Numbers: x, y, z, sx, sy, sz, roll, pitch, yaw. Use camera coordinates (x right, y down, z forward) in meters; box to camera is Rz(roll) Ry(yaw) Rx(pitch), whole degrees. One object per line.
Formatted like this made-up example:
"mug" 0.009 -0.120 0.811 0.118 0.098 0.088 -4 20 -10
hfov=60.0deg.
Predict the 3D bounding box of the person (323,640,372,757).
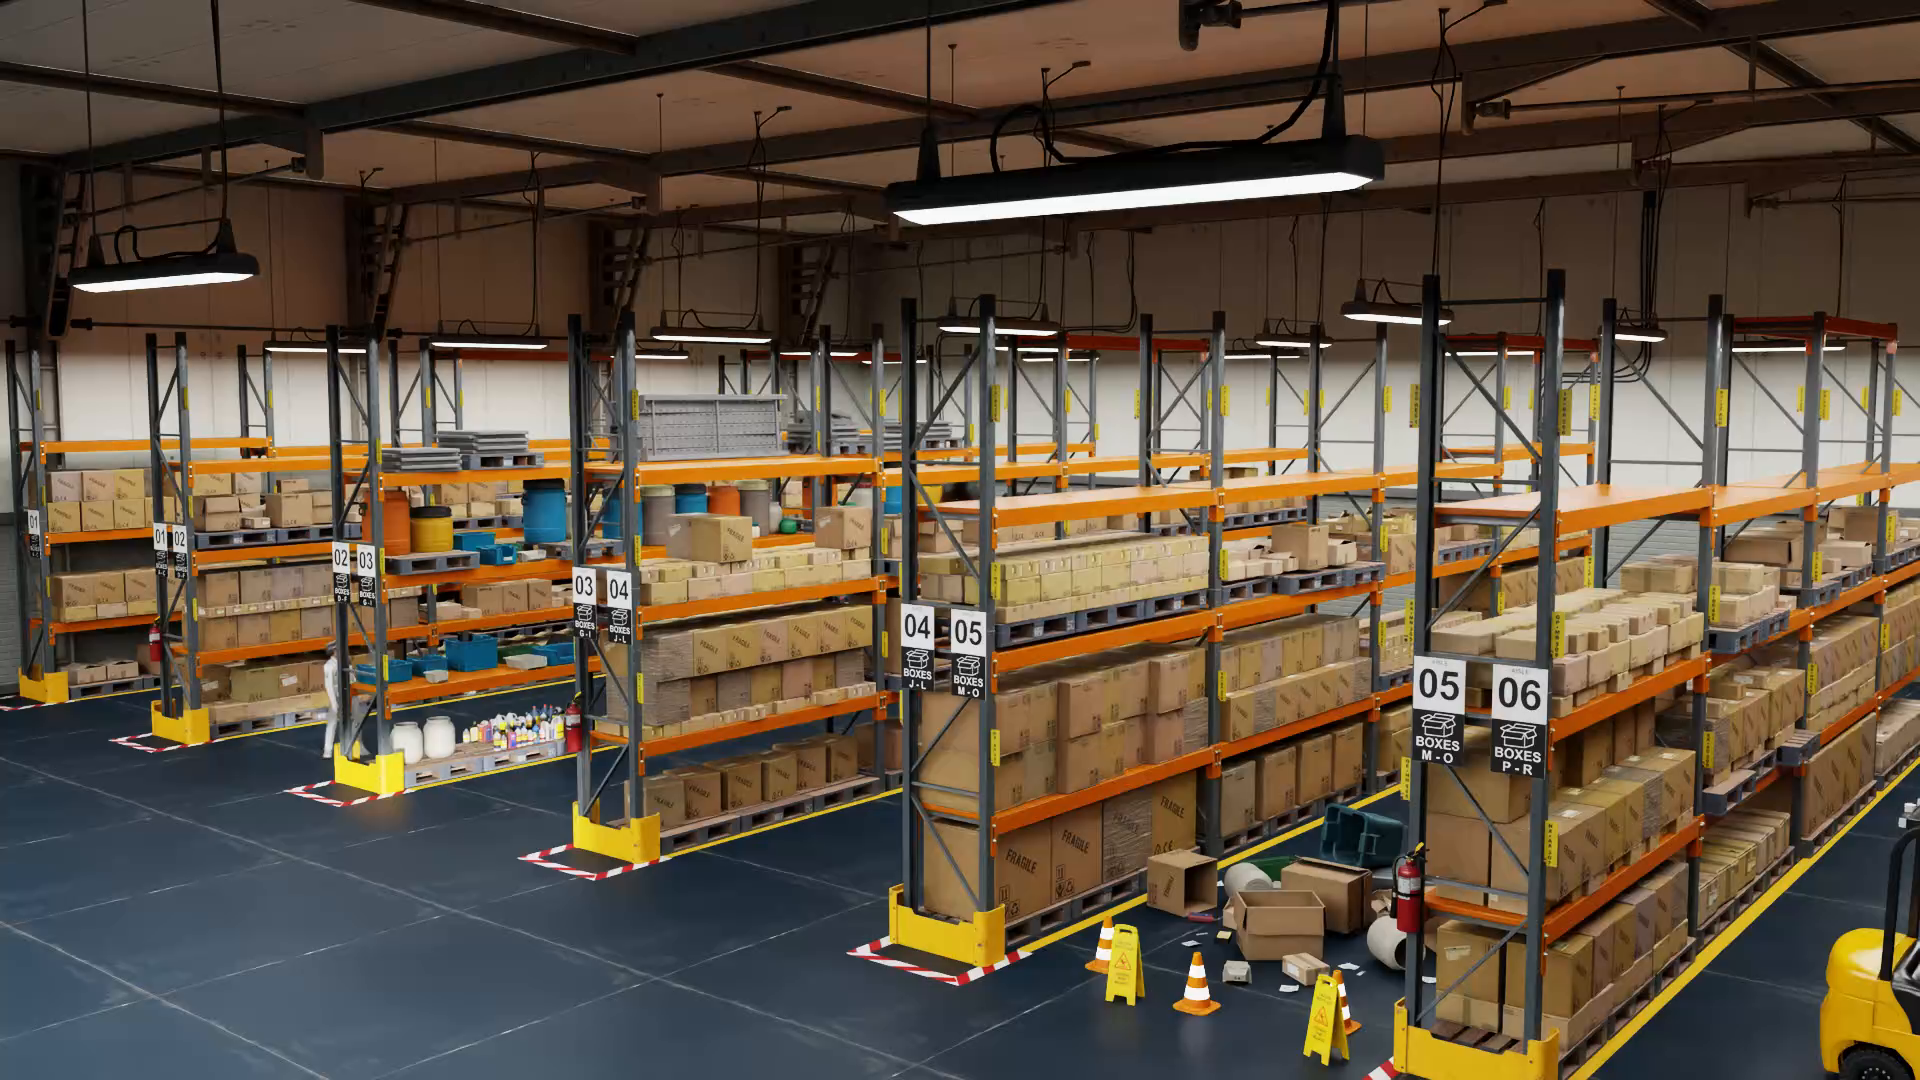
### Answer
"person" -8.707 2.236 23.473 0.461 1.727 0.605 4 7 40
